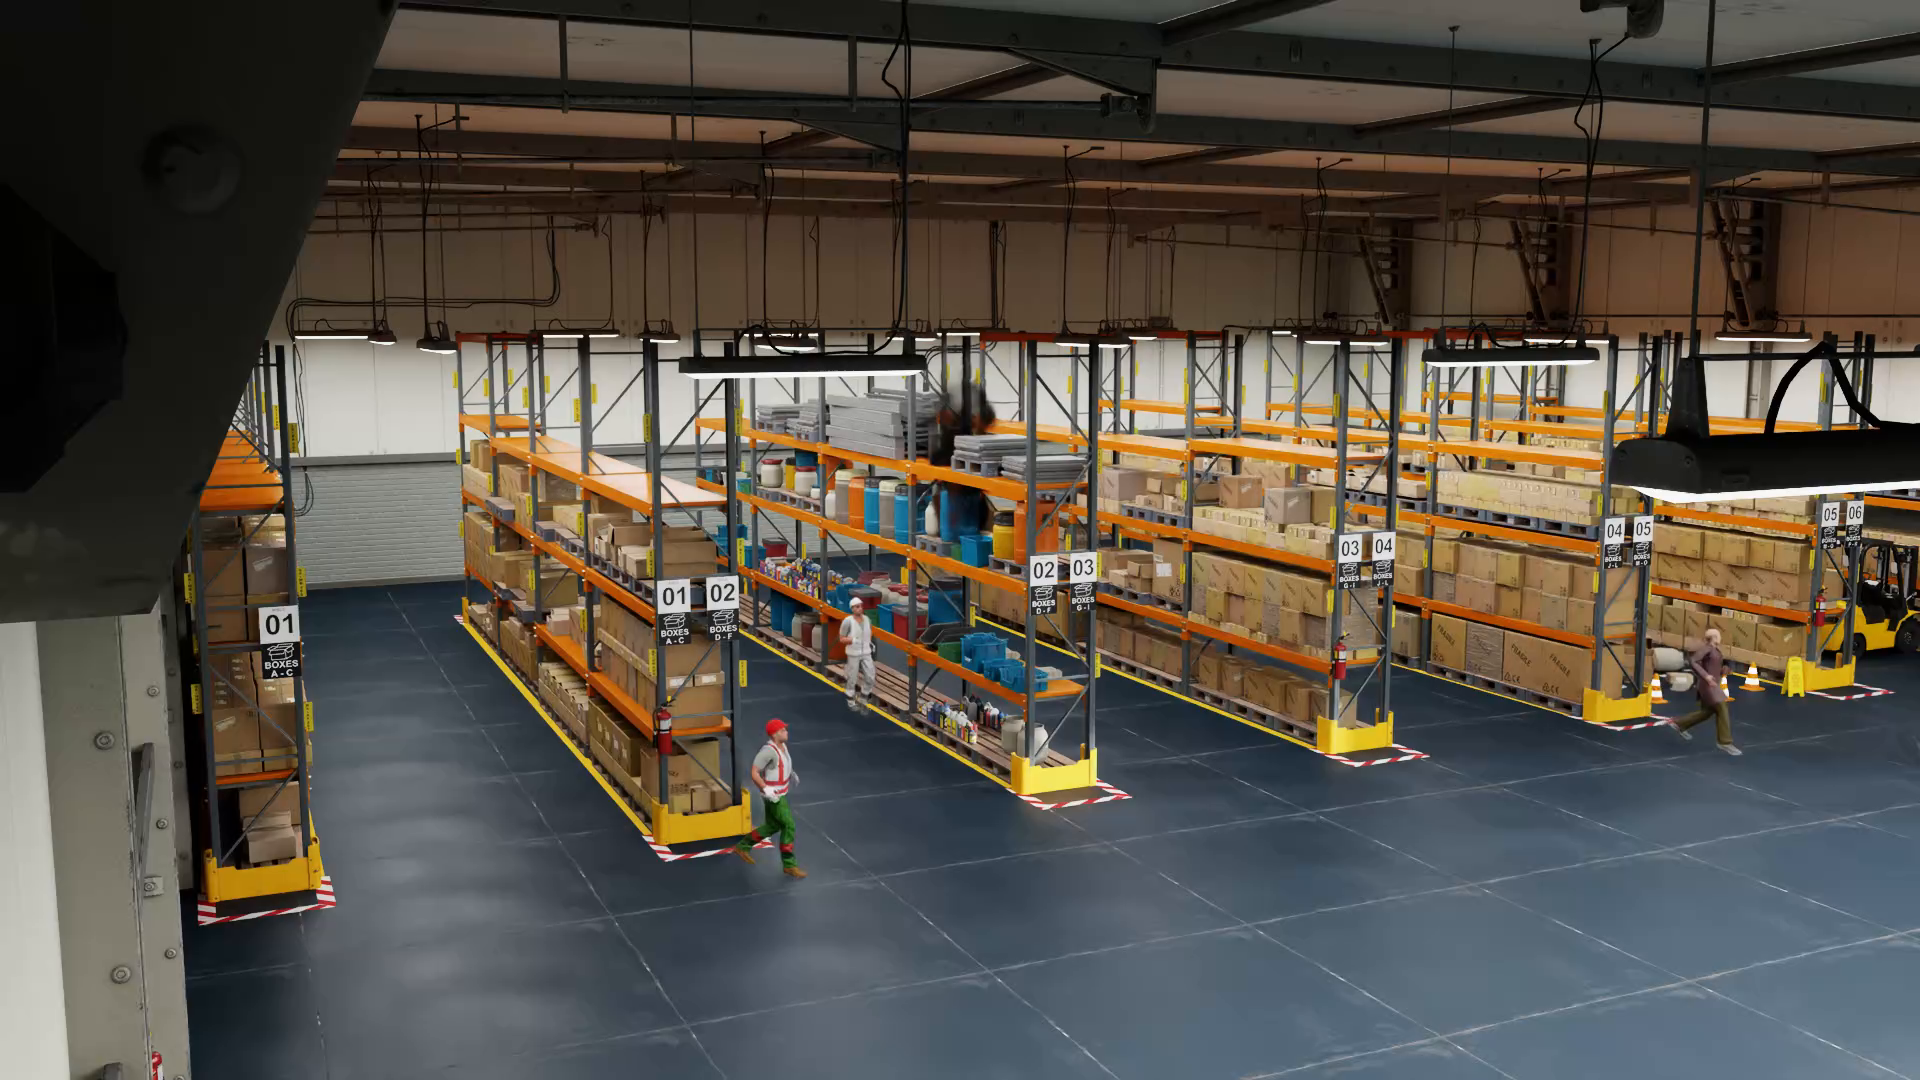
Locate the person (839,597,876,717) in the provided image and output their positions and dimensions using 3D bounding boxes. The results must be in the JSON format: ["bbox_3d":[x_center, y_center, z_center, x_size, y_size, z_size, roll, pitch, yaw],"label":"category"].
[{"bbox_3d":[-1.498,1.792,25.182,0.634,1.842,0.639,-4,9,-30],"label":"person"}]

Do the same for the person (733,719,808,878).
[{"bbox_3d":[-2.152,2.906,18.897,0.886,1.803,0.674,1,8,5],"label":"person"}]

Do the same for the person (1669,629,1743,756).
[{"bbox_3d":[11.014,2.182,24.435,1.050,1.771,0.720,5,9,30],"label":"person"}]
